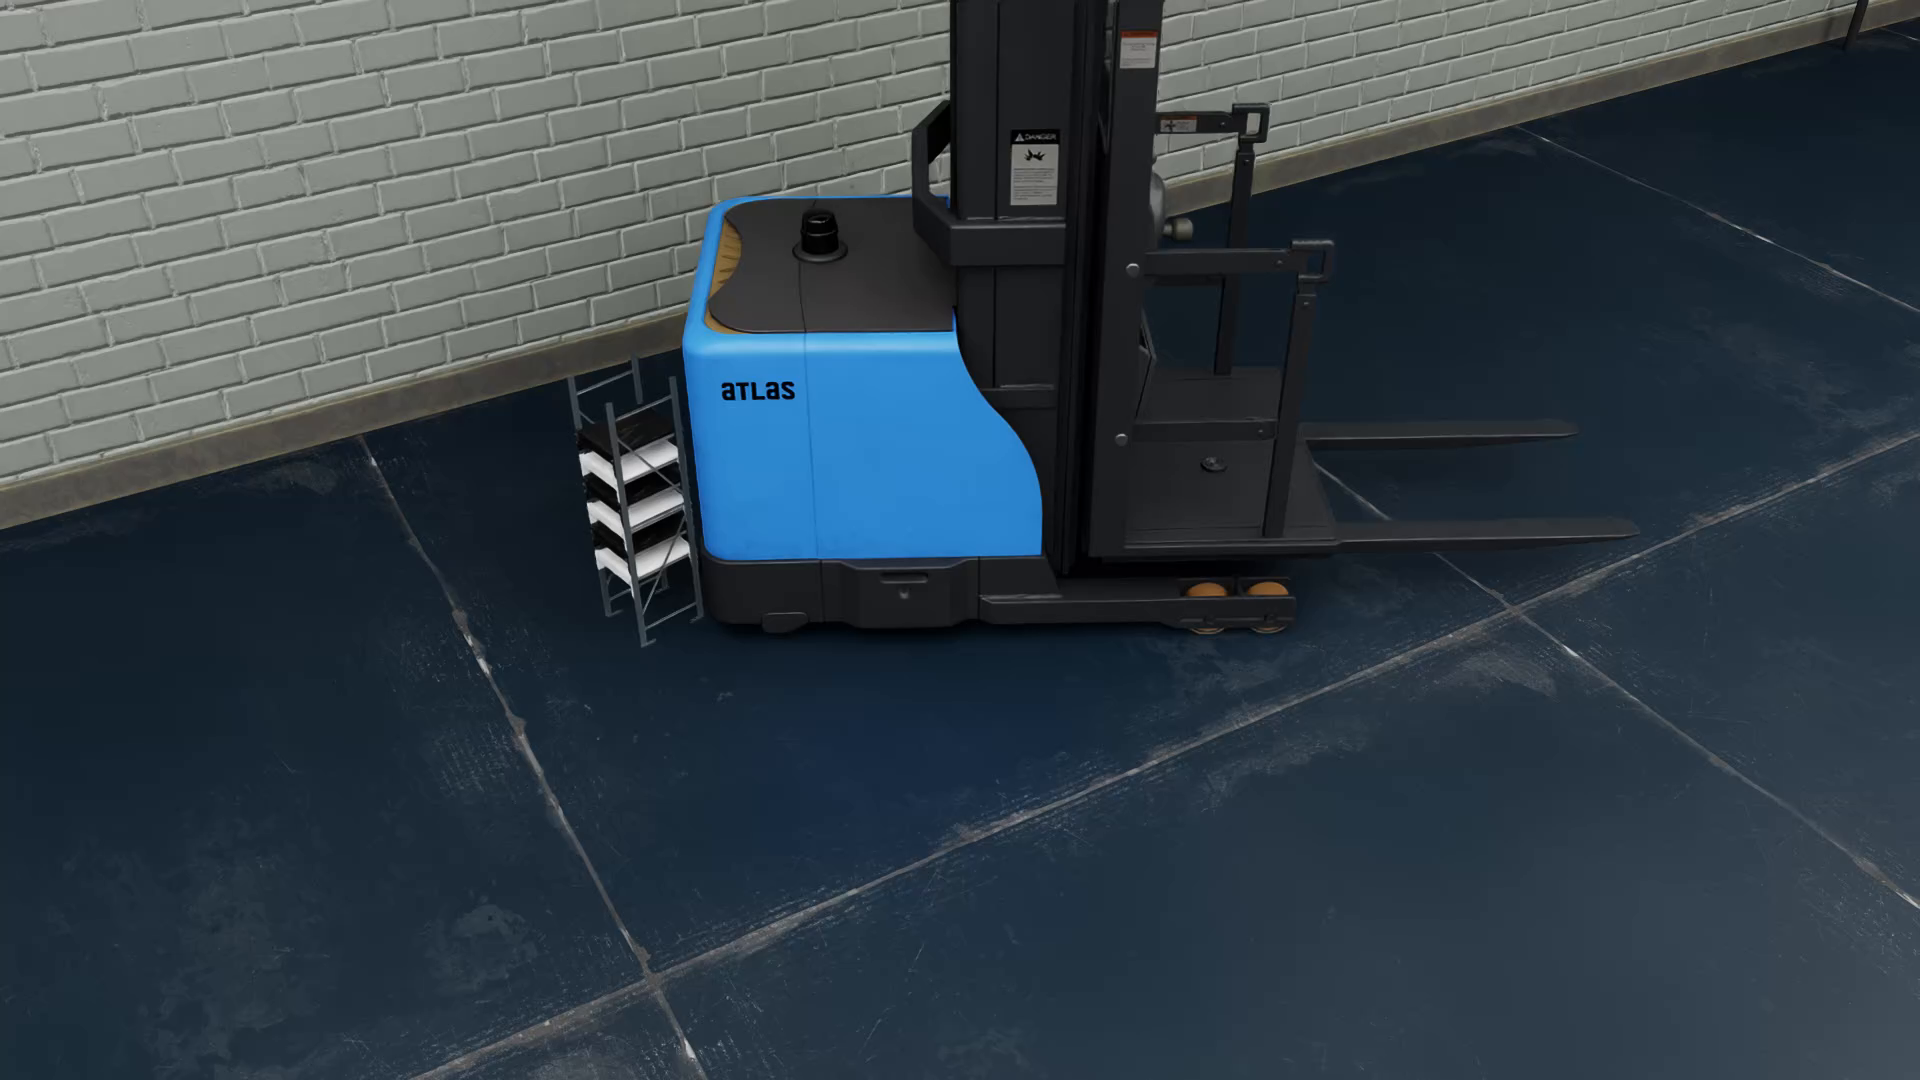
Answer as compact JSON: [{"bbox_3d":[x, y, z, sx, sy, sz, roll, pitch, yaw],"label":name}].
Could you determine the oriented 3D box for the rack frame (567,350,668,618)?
[{"bbox_3d":[-1.062,-0.159,5.205,0.240,0.900,0.006,-29,45,-33],"label":"rack frame"}]

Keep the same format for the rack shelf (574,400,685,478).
[{"bbox_3d":[-0.994,-0.307,5.005,0.258,0.077,0.200,-29,45,-33],"label":"rack shelf"}]

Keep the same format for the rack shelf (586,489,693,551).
[{"bbox_3d":[-0.993,-0.089,5.165,0.258,0.077,0.200,-29,45,-33],"label":"rack shelf"}]

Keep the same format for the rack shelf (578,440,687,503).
[{"bbox_3d":[-0.994,-0.234,5.058,0.258,0.077,0.200,-29,45,-33],"label":"rack shelf"}]

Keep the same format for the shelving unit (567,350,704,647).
[{"bbox_3d":[-0.993,-0.116,5.145,0.258,0.900,0.210,-29,45,-33],"label":"shelving unit"}]

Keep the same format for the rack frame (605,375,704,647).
[{"bbox_3d":[-0.924,-0.072,5.084,0.240,0.900,0.006,-29,45,-33],"label":"rack frame"}]

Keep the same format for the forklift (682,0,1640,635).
[{"bbox_3d":[0.689,-1.194,4.900,3.031,2.935,1.130,-1,36,-1],"label":"forklift"}]

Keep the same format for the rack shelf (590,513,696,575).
[{"bbox_3d":[-0.993,-0.016,5.218,0.258,0.077,0.200,-29,45,-33],"label":"rack shelf"}]

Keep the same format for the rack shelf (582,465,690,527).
[{"bbox_3d":[-0.993,-0.161,5.111,0.258,0.077,0.200,-29,45,-33],"label":"rack shelf"}]

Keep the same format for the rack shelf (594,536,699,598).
[{"bbox_3d":[-0.993,0.057,5.271,0.258,0.077,0.200,-29,45,-33],"label":"rack shelf"}]

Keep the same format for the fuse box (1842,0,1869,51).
[{"bbox_3d":[5.184,-3.528,9.129,0.539,1.711,0.414,-19,40,-24],"label":"fuse box"}]
